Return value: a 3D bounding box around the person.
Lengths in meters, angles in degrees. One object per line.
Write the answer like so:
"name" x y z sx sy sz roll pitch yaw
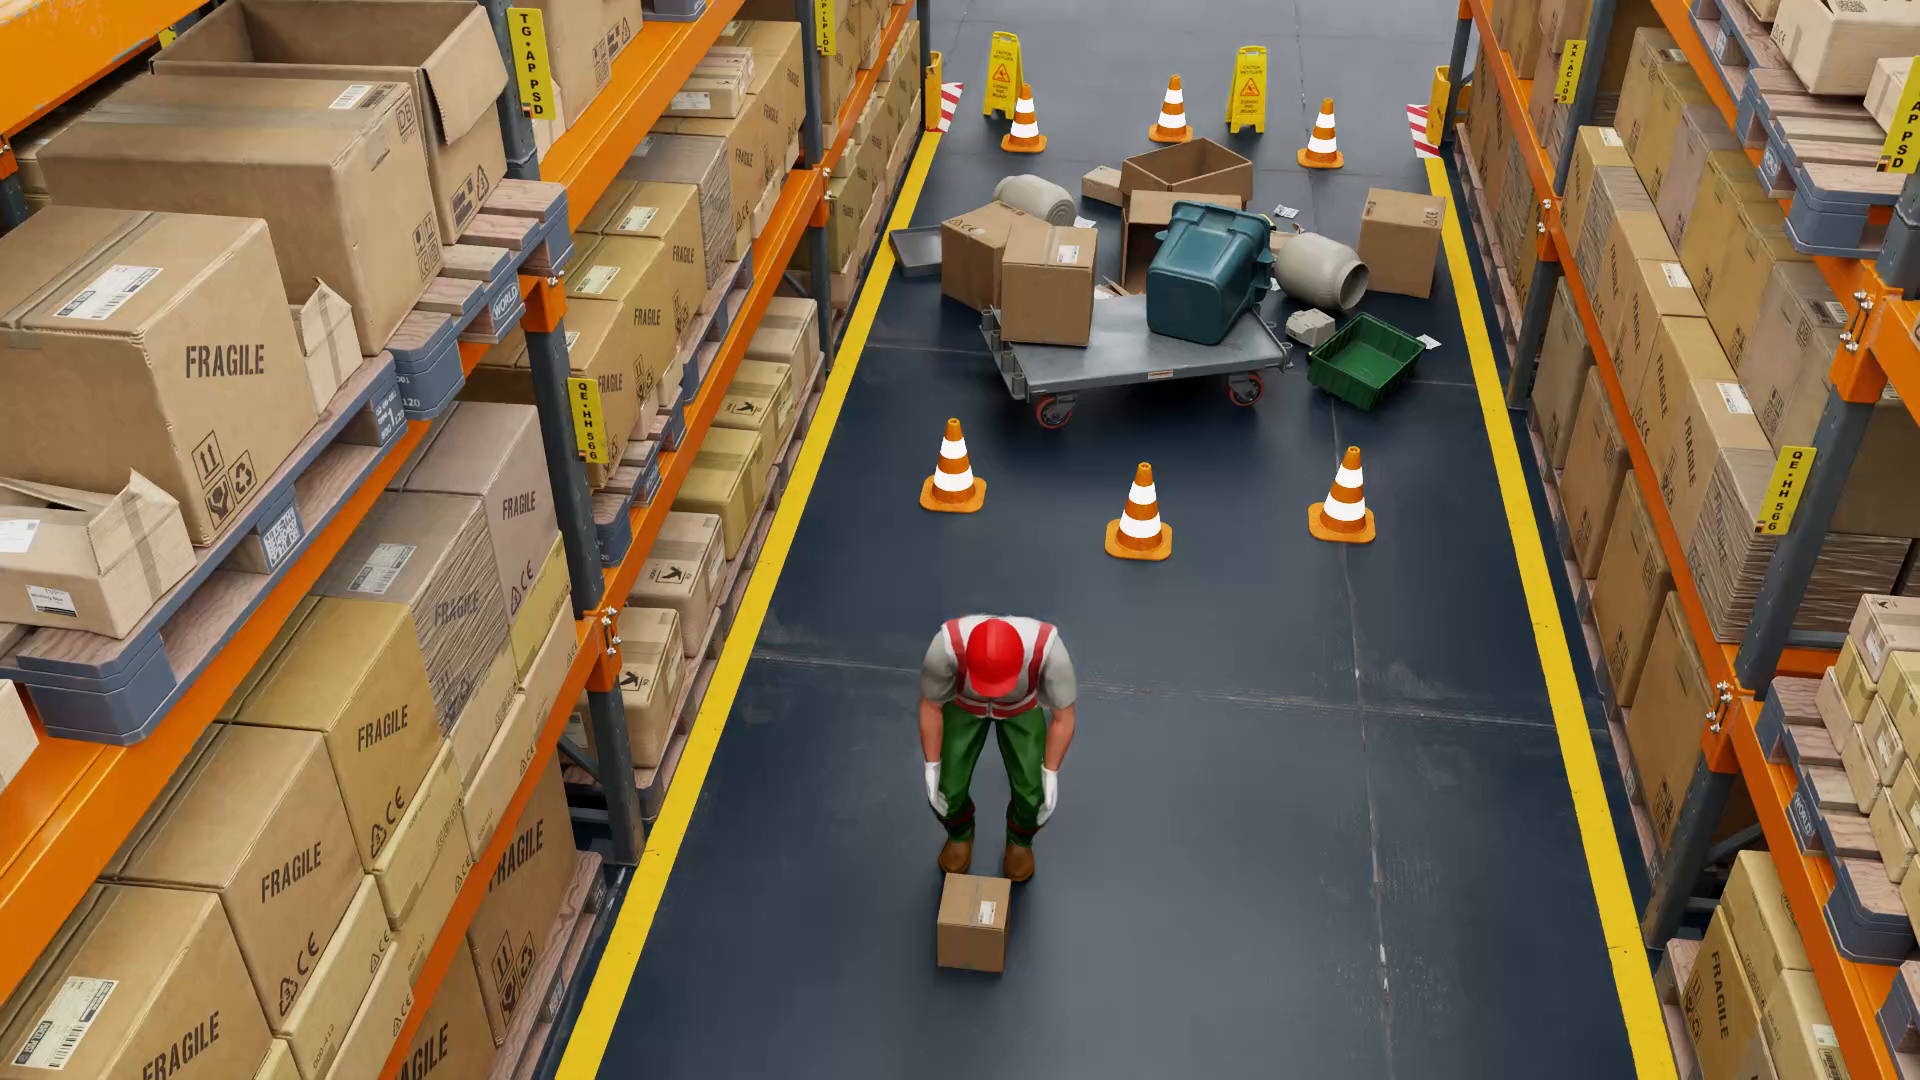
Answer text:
"person" 0.147 0.736 6.297 0.583 1.442 0.750 4 36 6
